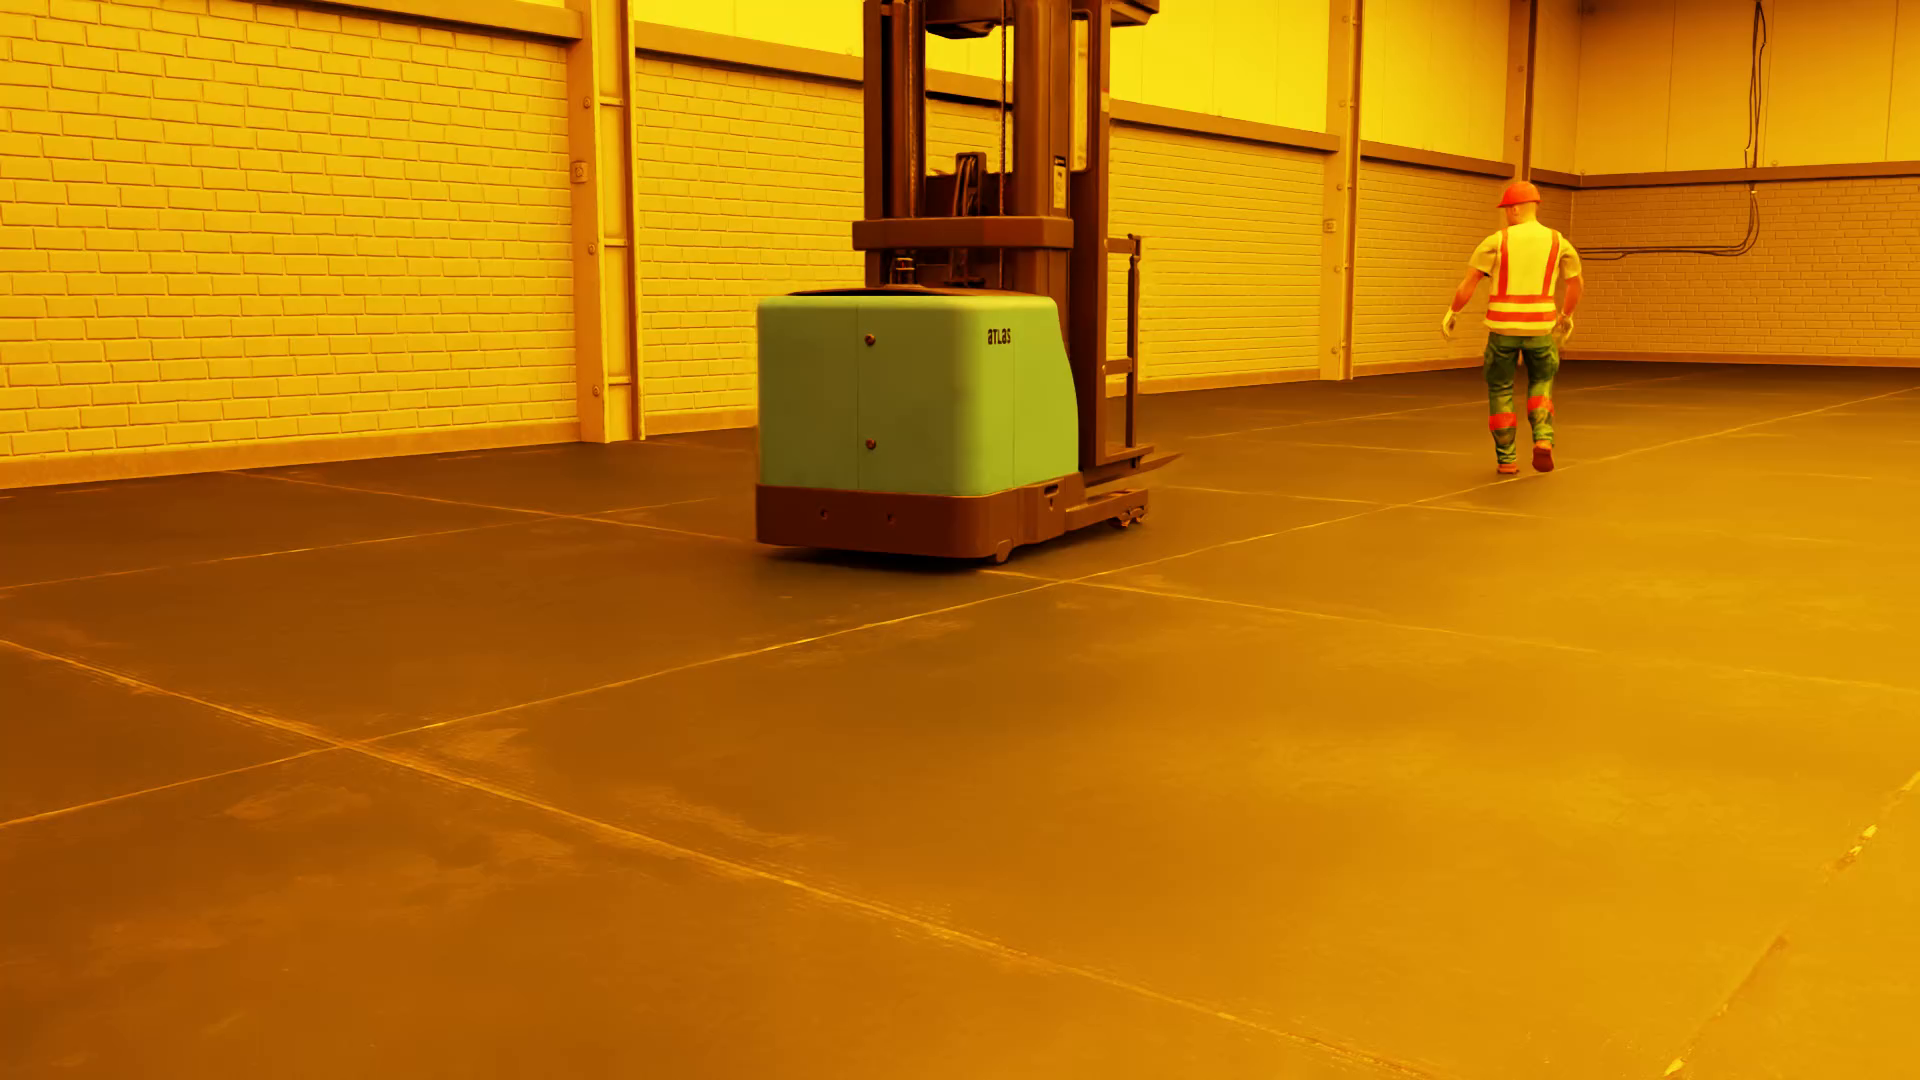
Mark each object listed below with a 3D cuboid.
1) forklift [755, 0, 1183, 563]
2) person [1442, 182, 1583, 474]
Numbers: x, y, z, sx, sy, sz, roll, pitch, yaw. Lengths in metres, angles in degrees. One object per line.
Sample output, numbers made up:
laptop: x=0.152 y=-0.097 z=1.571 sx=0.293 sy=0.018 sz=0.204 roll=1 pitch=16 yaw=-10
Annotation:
forklift: x=0.257 y=-1.533 z=7.757 sx=1.130 sy=2.935 sz=3.031 roll=4 pitch=9 yaw=26
person: x=3.357 y=-1.283 z=10.144 sx=0.806 sy=1.761 sz=0.480 roll=2 pitch=9 yaw=14
